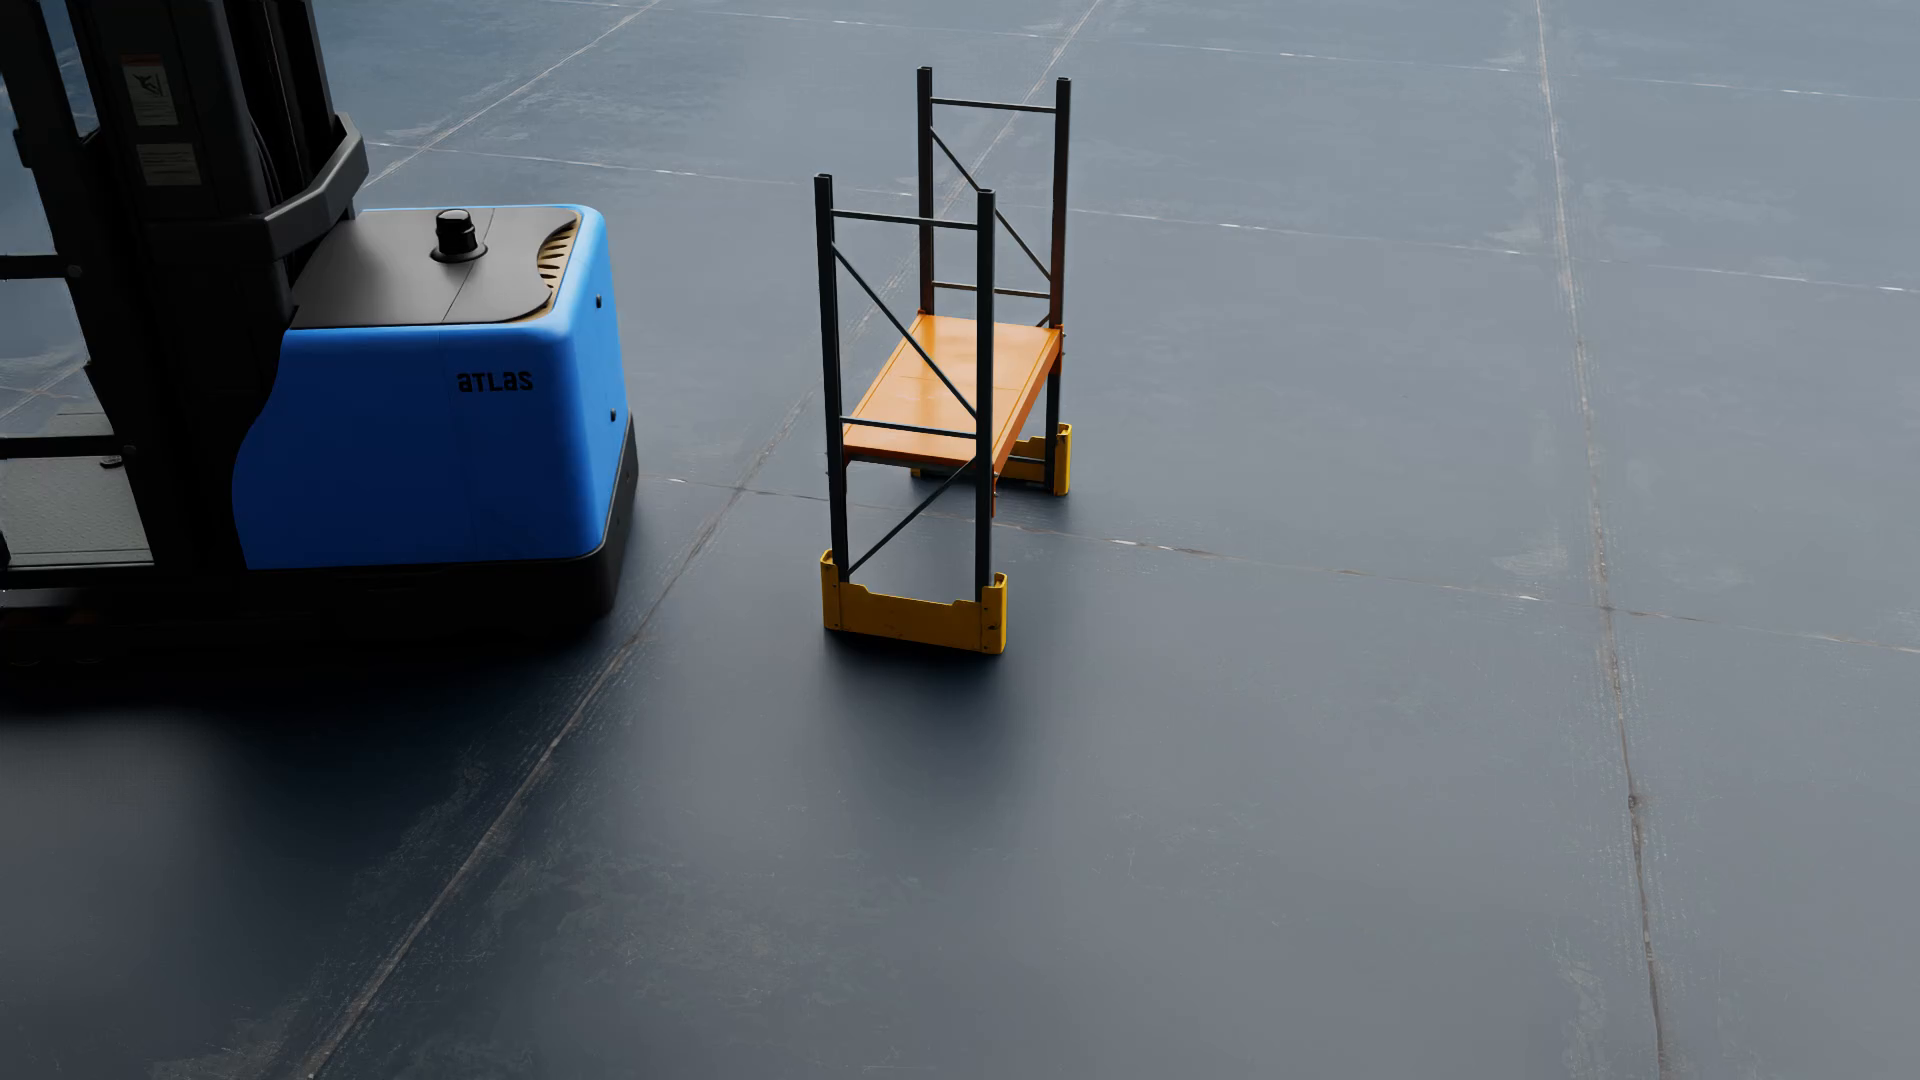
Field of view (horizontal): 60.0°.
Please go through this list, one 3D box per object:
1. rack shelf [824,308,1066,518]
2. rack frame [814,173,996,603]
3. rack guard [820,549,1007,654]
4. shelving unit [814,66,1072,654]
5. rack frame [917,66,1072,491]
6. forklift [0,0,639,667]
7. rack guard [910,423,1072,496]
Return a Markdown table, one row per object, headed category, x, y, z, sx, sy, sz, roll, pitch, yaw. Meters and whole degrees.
| category | x | y | z | sx | sy | sz | roll | pitch | yaw |
| --- | --- | --- | --- | --- | --- | --- | --- | --- | --- |
| rack shelf | -0.022 | -0.437 | 5.374 | 0.538 | 0.185 | 1.000 | 8 | 33 | 12 |
| rack frame | -0.151 | -0.325 | 4.863 | 0.500 | 1.500 | 0.032 | 8 | 33 | 12 |
| rack guard | -0.146 | 0.192 | 5.214 | 0.587 | 0.250 | 0.087 | 8 | 33 | 12 |
| shelving unit | -0.019 | -0.593 | 5.285 | 0.587 | 1.500 | 1.083 | 8 | 33 | 12 |
| rack frame | 0.107 | -0.852 | 5.693 | 0.500 | 1.500 | 0.032 | 8 | 33 | 12 |
| forklift | -2.641 | -1.141 | 4.812 | 3.031 | 2.935 | 1.130 | -2 | 33 | -3 |
| rack guard | 0.107 | -0.324 | 6.027 | 0.587 | 0.250 | 0.087 | 8 | 33 | 12 |
